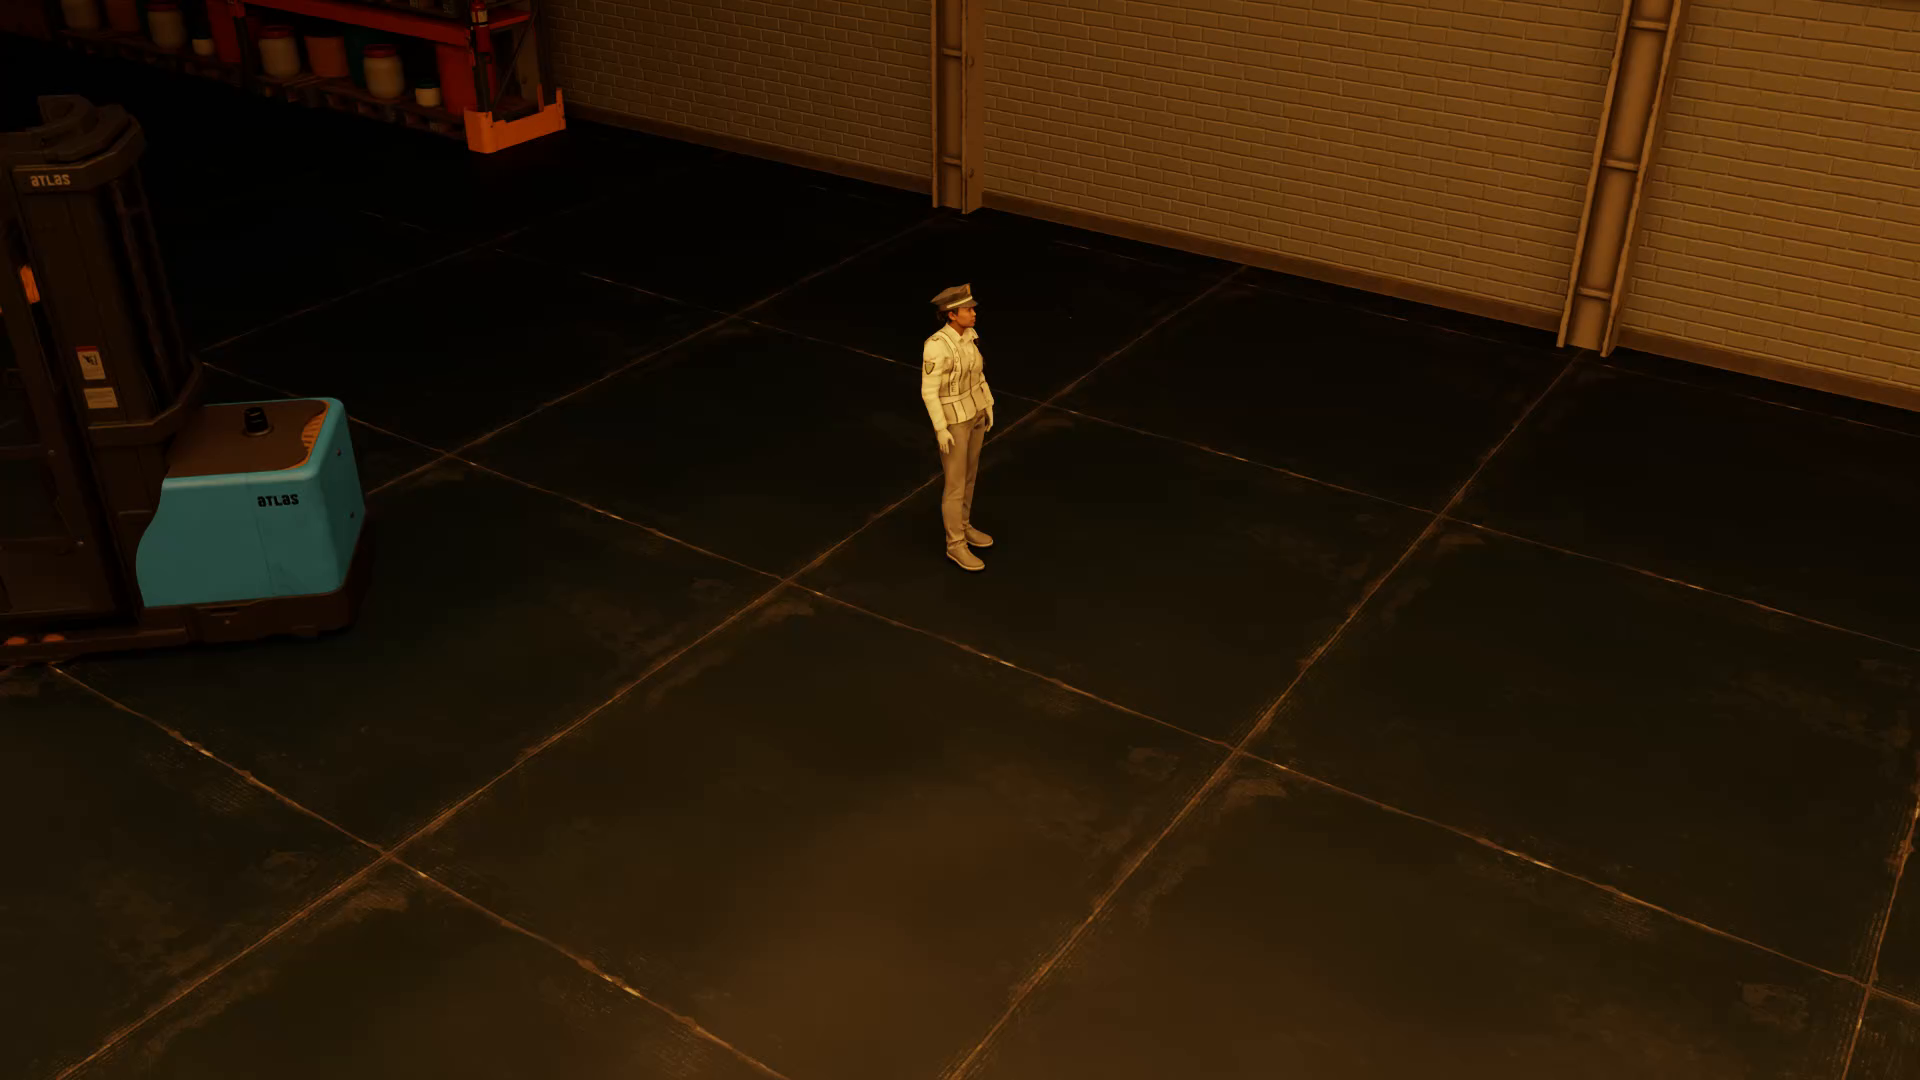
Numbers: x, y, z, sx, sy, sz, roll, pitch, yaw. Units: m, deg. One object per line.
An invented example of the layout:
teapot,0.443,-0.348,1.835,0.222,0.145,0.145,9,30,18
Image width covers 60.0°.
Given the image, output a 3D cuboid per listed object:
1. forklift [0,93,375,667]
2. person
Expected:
forklift,-5.054,-0.843,9.032,3.031,2.935,1.130,-4,30,-8
person,0.053,-0.717,10.032,0.530,1.694,0.586,19,35,29
